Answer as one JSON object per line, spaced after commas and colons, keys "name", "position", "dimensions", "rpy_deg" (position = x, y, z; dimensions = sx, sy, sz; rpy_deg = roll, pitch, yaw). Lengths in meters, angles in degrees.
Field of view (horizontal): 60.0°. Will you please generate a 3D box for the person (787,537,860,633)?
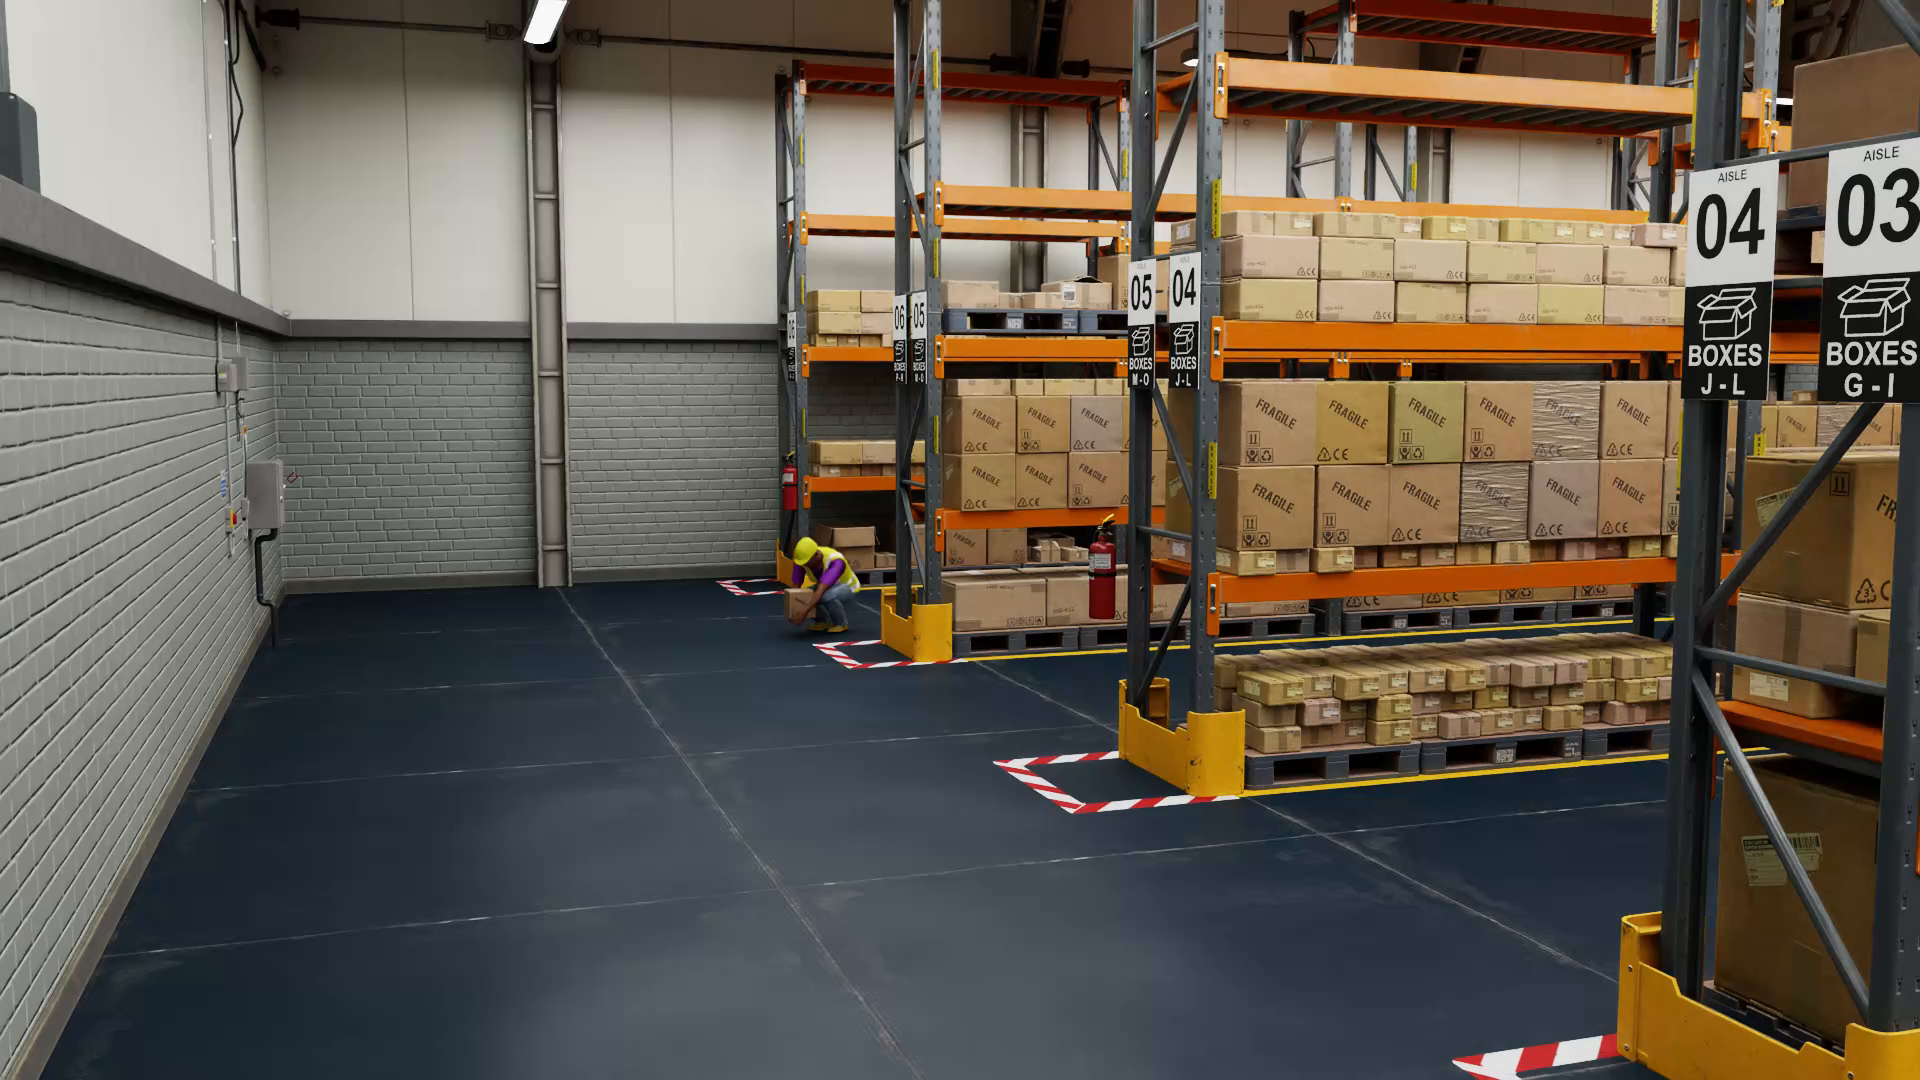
{"name": "person", "position": [-1.347, 0.428, 16.034], "dimensions": [0.574, 0.959, 0.958], "rpy_deg": [4, 7, 34]}
